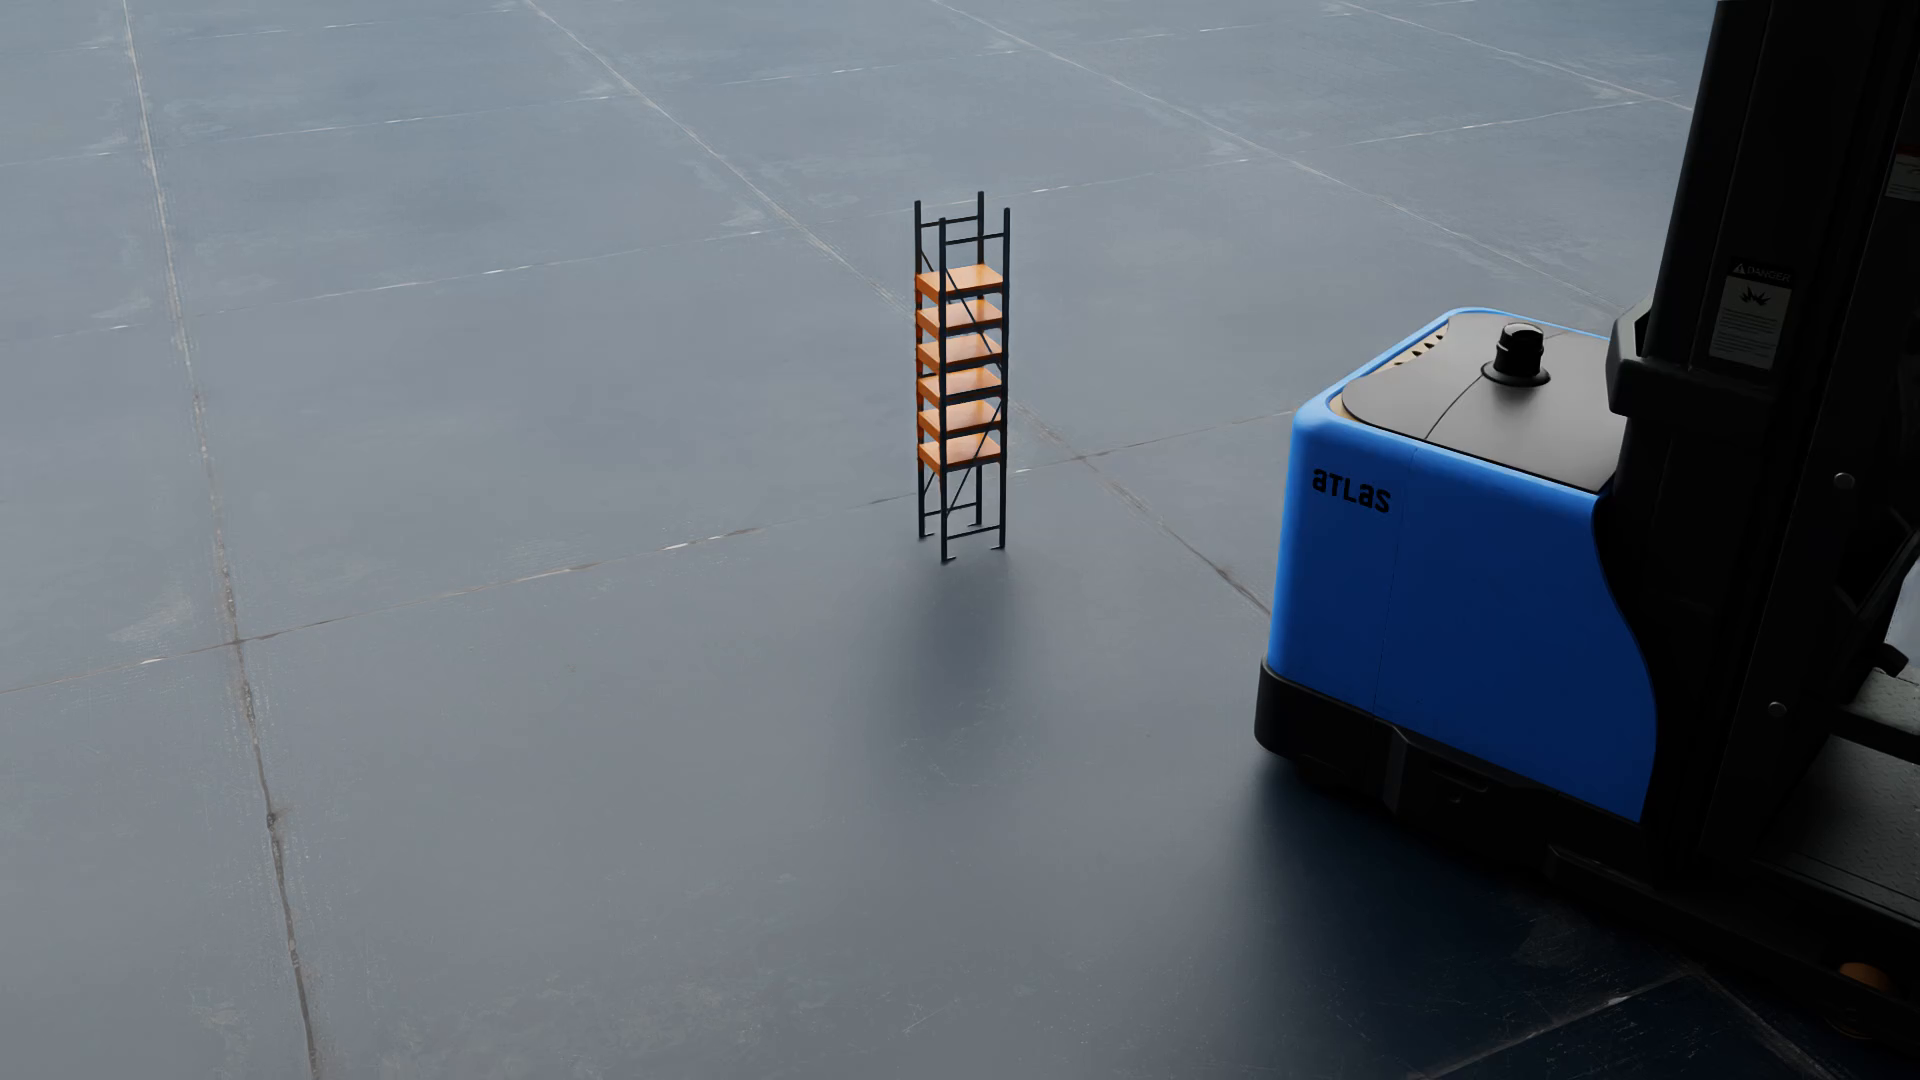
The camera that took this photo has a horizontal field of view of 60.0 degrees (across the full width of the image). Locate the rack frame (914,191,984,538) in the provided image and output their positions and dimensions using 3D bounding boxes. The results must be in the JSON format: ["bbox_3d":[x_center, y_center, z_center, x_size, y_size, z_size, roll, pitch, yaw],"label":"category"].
[{"bbox_3d":[-0.033,-0.557,5.517,0.240,1.200,0.006,-13,32,-22],"label":"rack frame"}]

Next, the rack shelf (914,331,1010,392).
[{"bbox_3d":[0.006,-0.583,5.408,0.258,0.103,0.180,-13,32,-22],"label":"rack shelf"}]

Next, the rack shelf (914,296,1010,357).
[{"bbox_3d":[0.006,-0.688,5.349,0.258,0.103,0.180,-13,32,-22],"label":"rack shelf"}]

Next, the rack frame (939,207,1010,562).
[{"bbox_3d":[0.046,-0.477,5.373,0.240,1.200,0.006,-13,32,-22],"label":"rack frame"}]

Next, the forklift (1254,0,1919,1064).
[{"bbox_3d":[2.276,-0.388,3.446,3.031,2.935,1.130,22,36,34],"label":"forklift"}]

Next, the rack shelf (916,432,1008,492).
[{"bbox_3d":[0.006,-0.269,5.584,0.258,0.103,0.180,-13,32,-22],"label":"rack shelf"}]

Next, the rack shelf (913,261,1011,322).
[{"bbox_3d":[0.006,-0.792,5.291,0.258,0.103,0.180,-13,32,-22],"label":"rack shelf"}]

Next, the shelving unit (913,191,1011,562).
[{"bbox_3d":[0.006,-0.517,5.445,0.258,1.200,0.189,-13,32,-22],"label":"shelving unit"}]

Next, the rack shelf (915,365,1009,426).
[{"bbox_3d":[0.006,-0.478,5.467,0.258,0.103,0.180,-13,32,-22],"label":"rack shelf"}]

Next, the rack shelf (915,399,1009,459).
[{"bbox_3d":[0.006,-0.374,5.526,0.258,0.103,0.180,-13,32,-22],"label":"rack shelf"}]
